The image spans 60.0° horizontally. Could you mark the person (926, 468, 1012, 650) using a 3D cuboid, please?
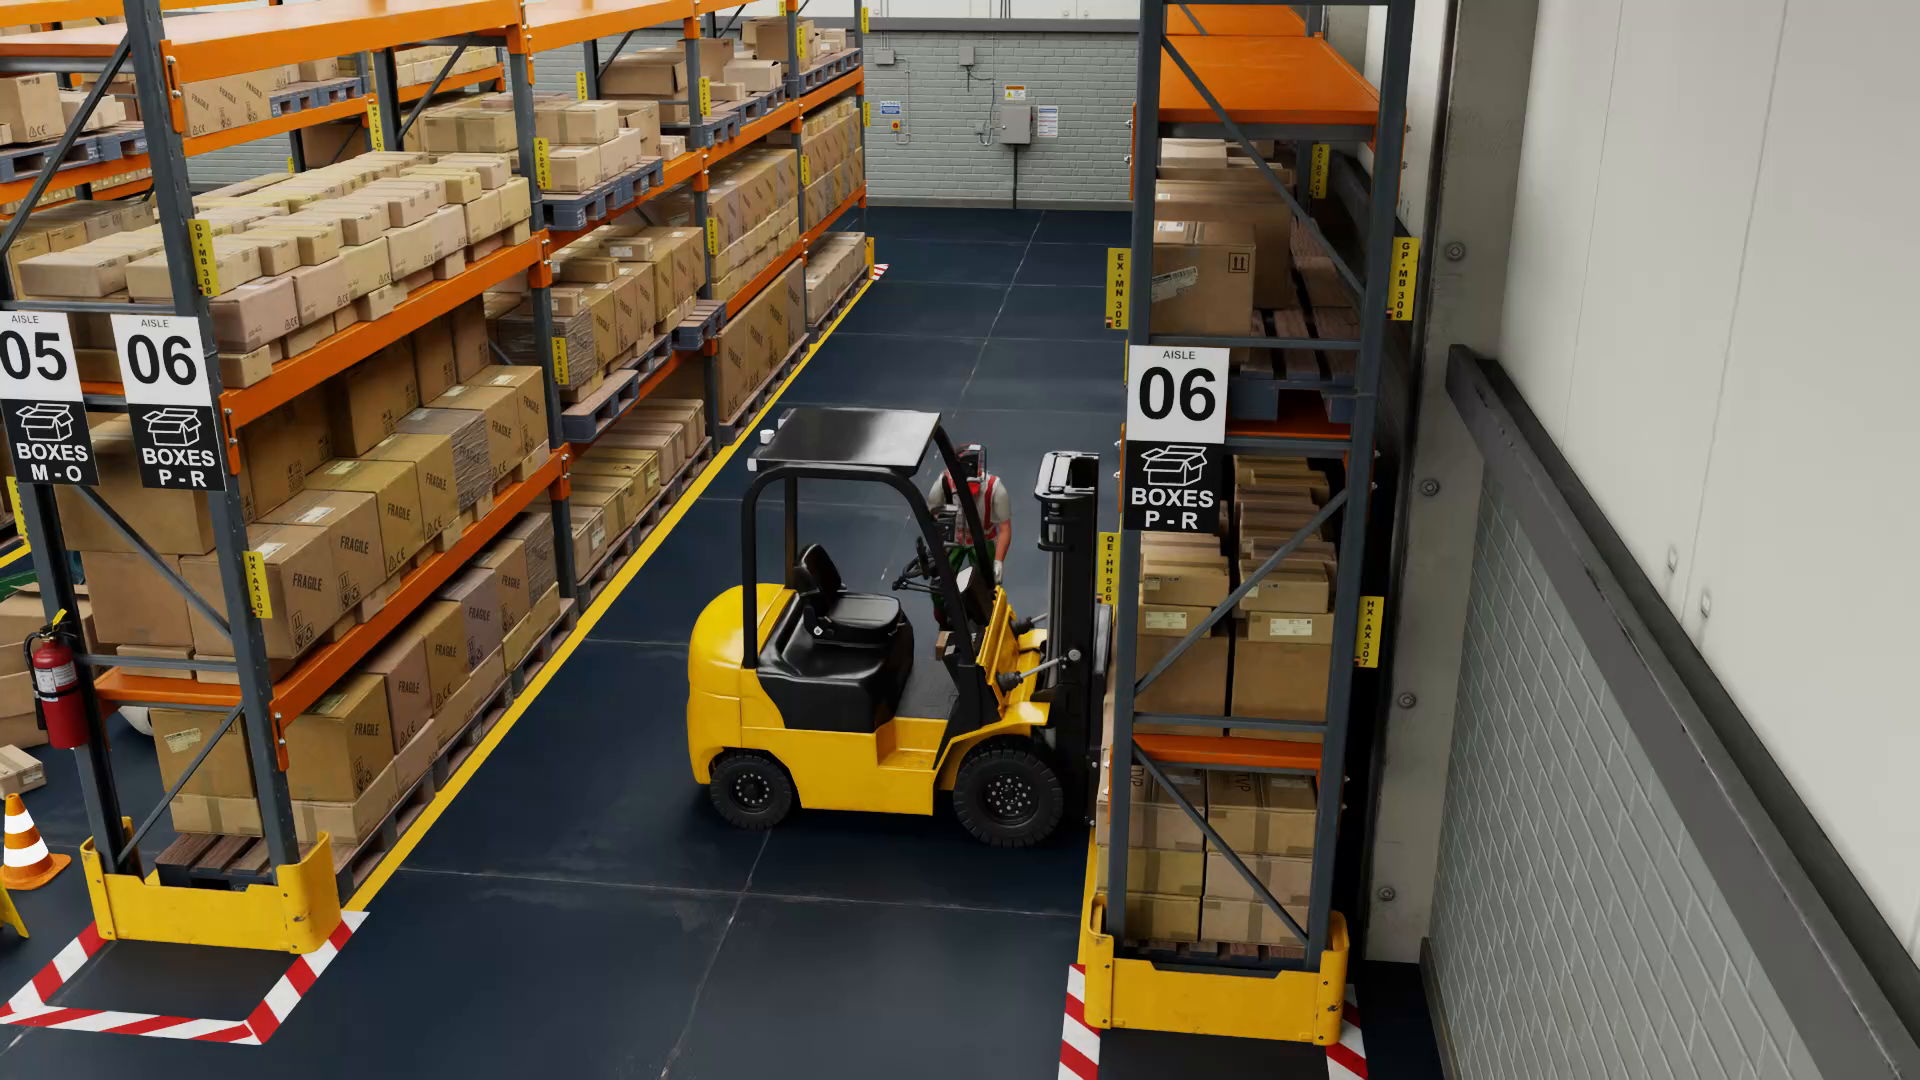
[{"bbox_3d":[0.067,0.080,11.285,0.582,1.471,0.731,3,21,7],"label":"person"}]
